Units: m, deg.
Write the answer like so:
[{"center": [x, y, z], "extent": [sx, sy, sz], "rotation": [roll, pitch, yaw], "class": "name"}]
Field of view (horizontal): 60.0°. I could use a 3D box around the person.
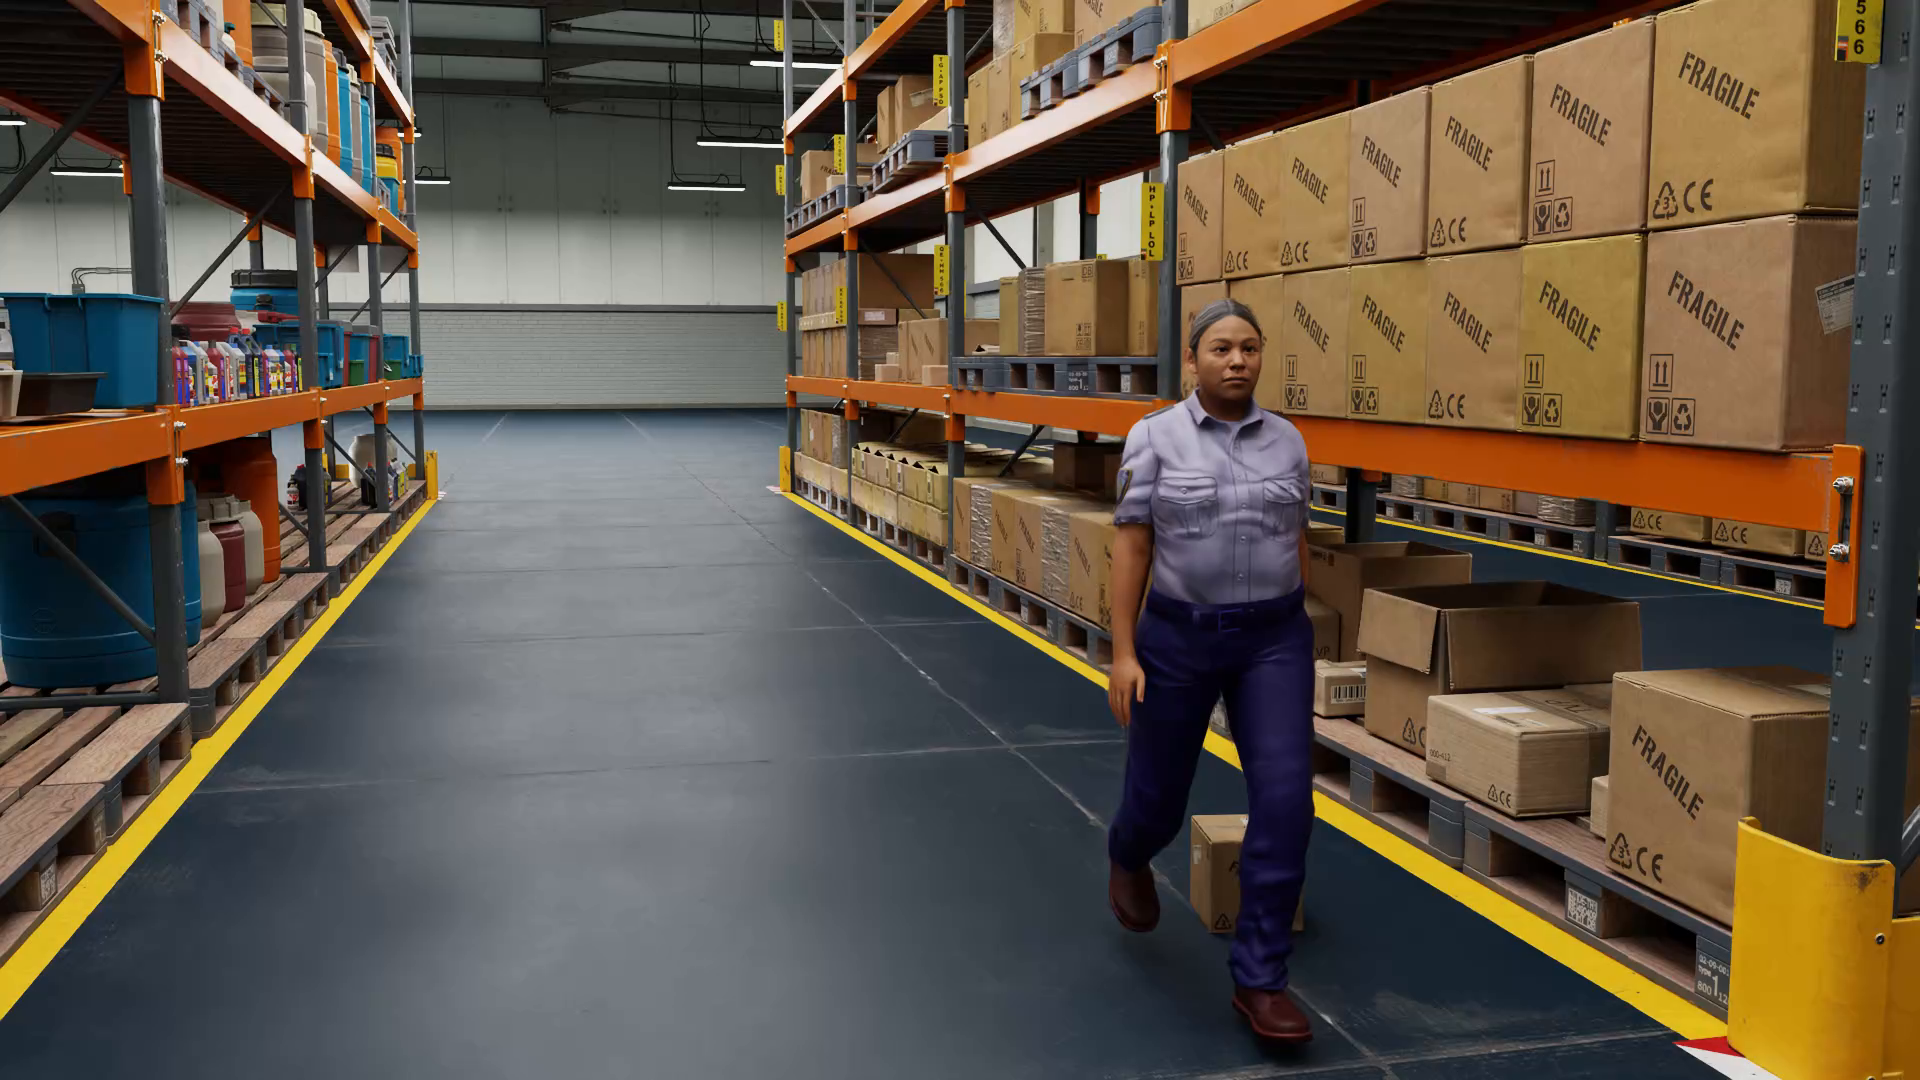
[{"center": [0.574, 0.249, 3.860], "extent": [0.496, 1.601, 0.863], "rotation": [0, 6, -4], "class": "person"}]
